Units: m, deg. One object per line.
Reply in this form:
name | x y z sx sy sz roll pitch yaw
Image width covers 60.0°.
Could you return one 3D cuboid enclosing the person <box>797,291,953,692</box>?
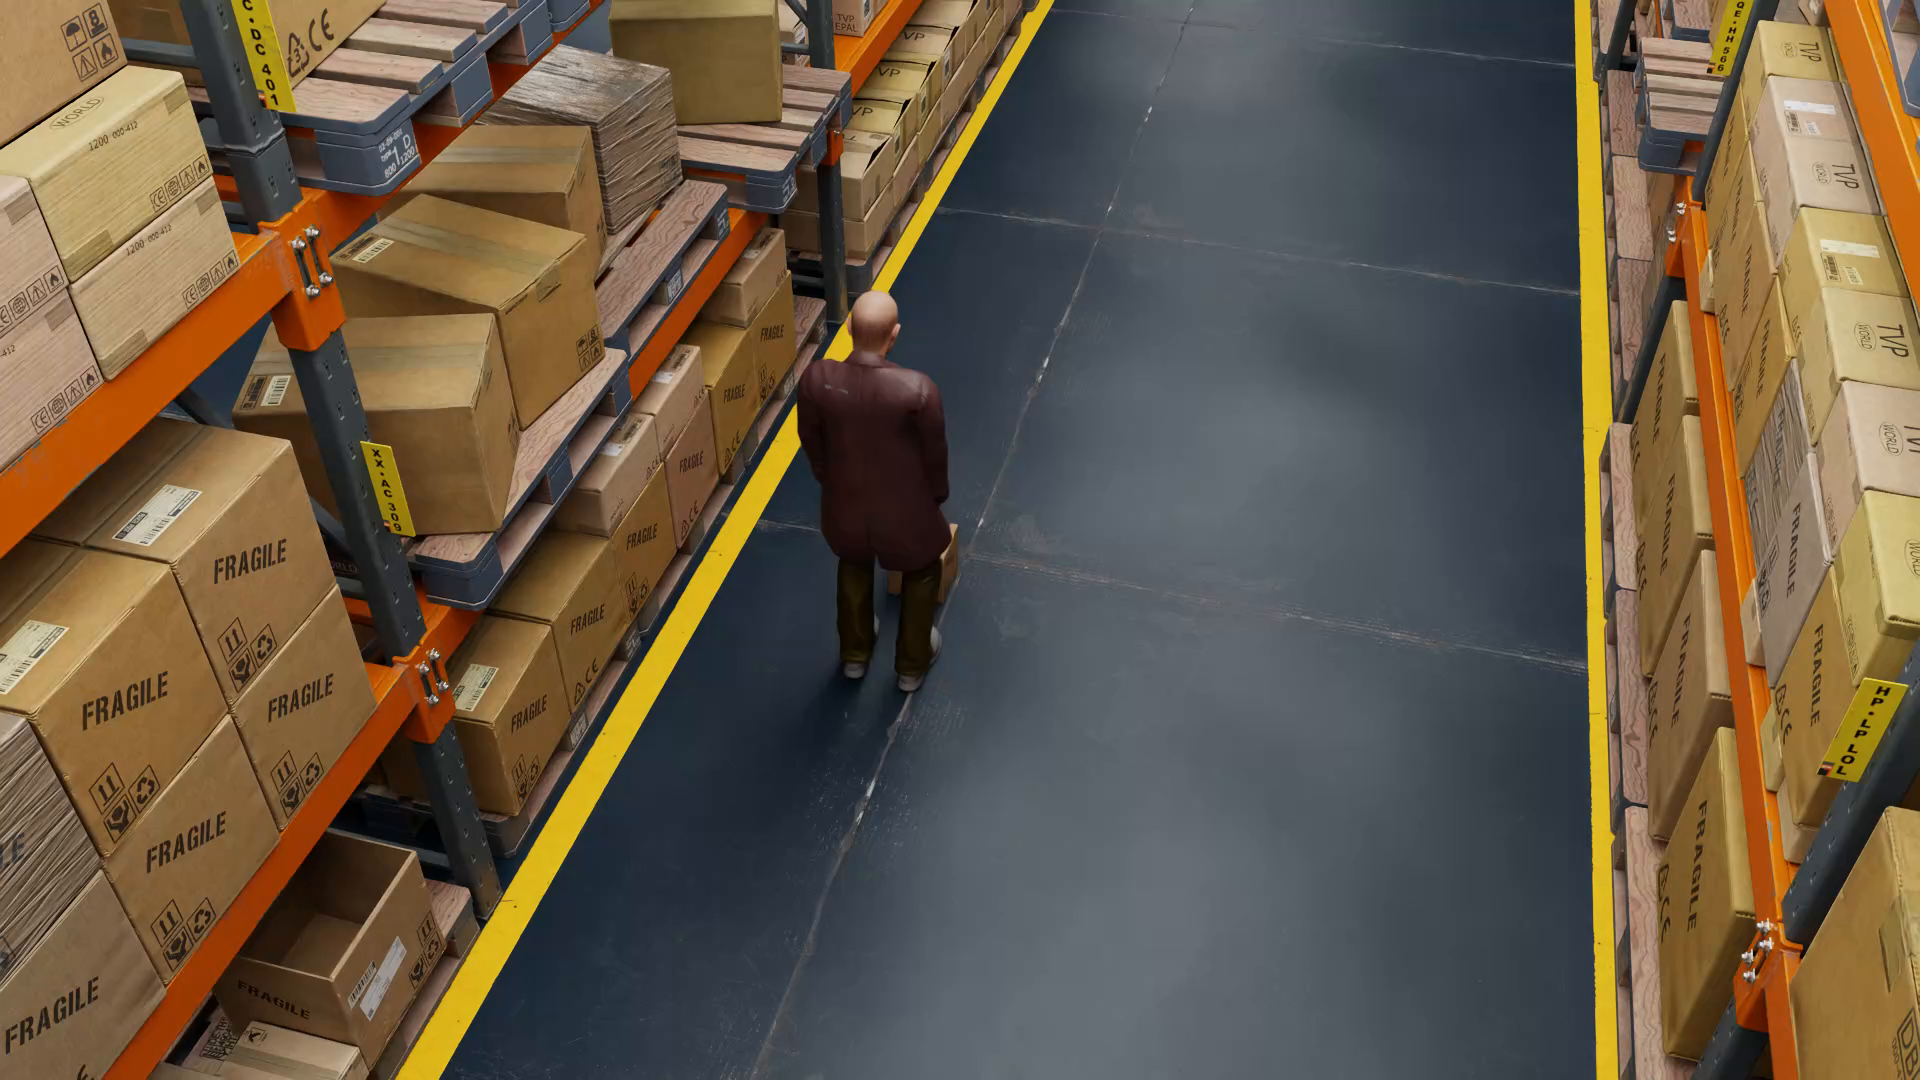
person | -0.321 -0.164 6.408 0.587 1.730 0.416 11 42 12
